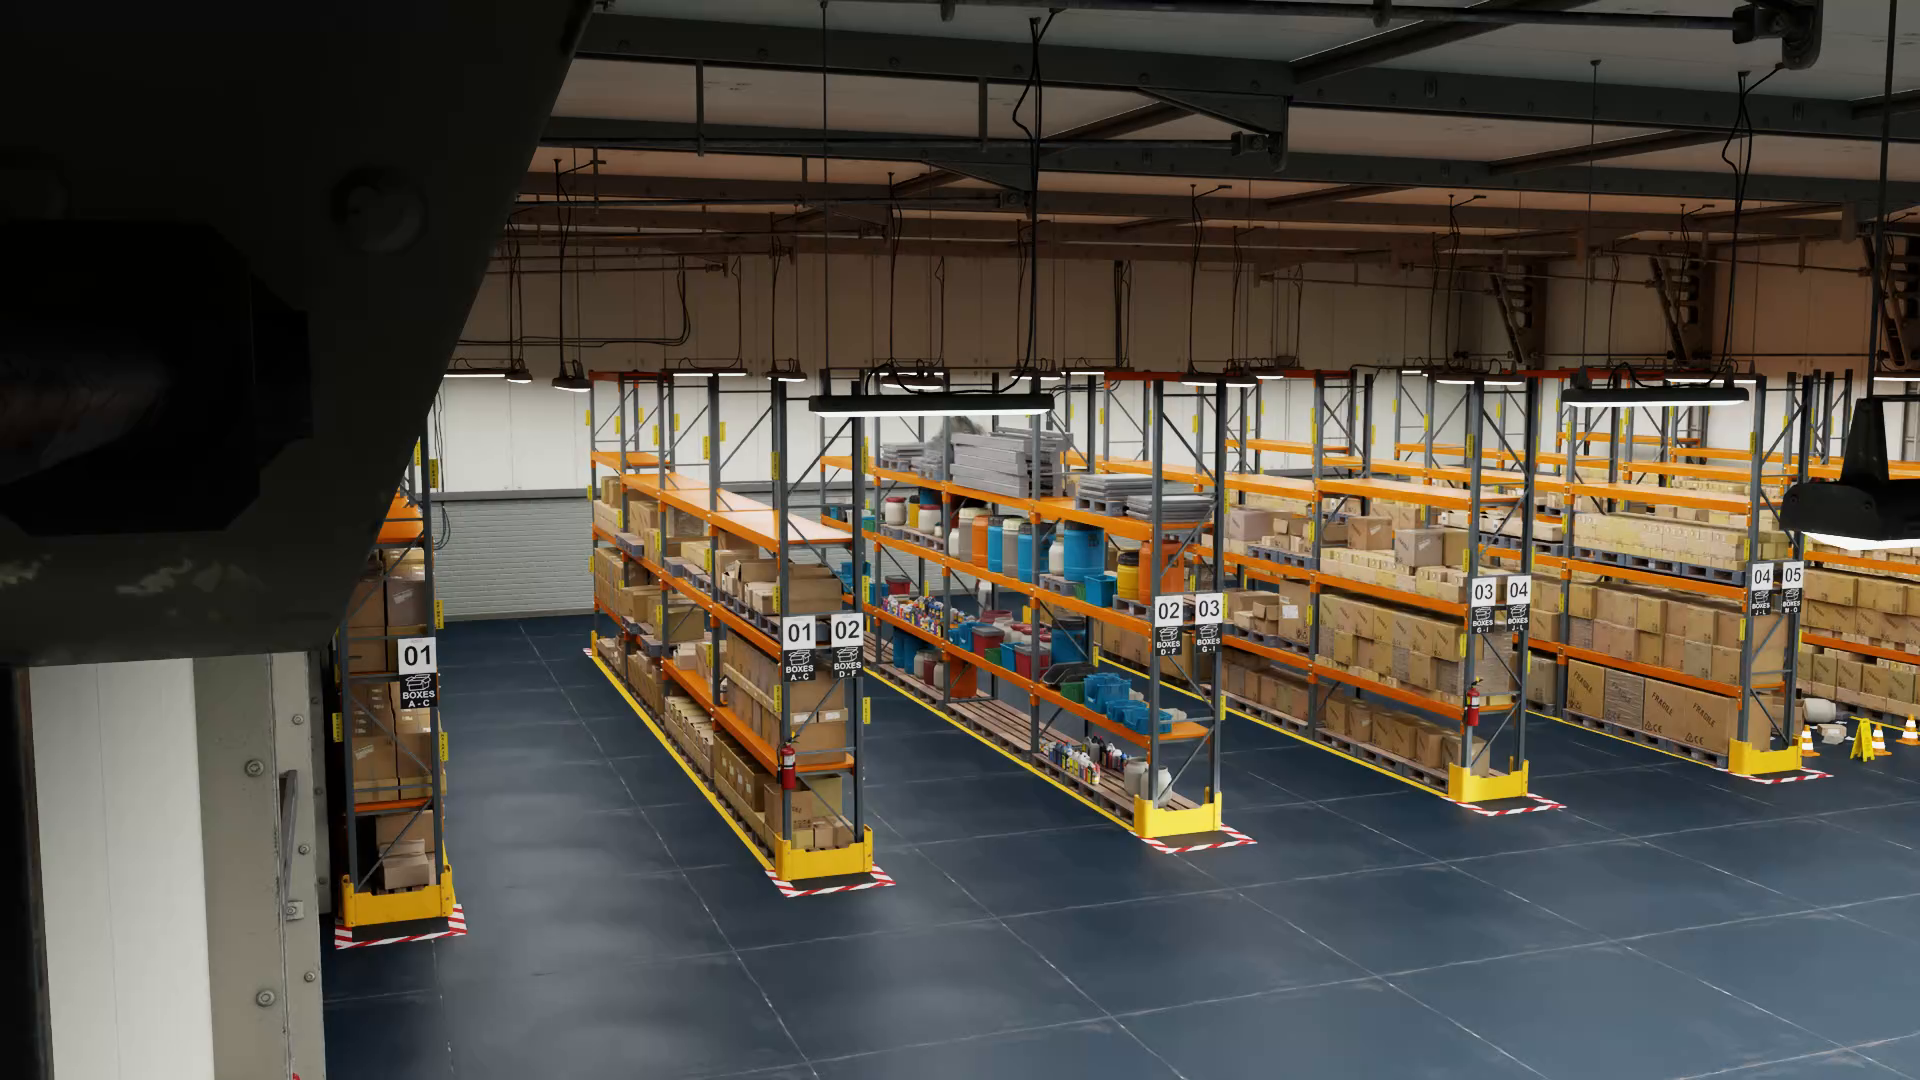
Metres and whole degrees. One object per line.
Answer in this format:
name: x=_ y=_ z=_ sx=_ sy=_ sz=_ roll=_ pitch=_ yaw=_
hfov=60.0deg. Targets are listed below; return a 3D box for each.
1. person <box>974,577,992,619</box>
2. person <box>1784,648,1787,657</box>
person: x=0.558 y=1.209 z=38.617 sx=0.644 sy=1.690 sz=0.562 roll=-3 pitch=7 yaw=-25
person: x=16.601 y=1.668 z=34.084 sx=0.654 sy=1.761 sz=0.684 roll=-2 pitch=7 yaw=-18
